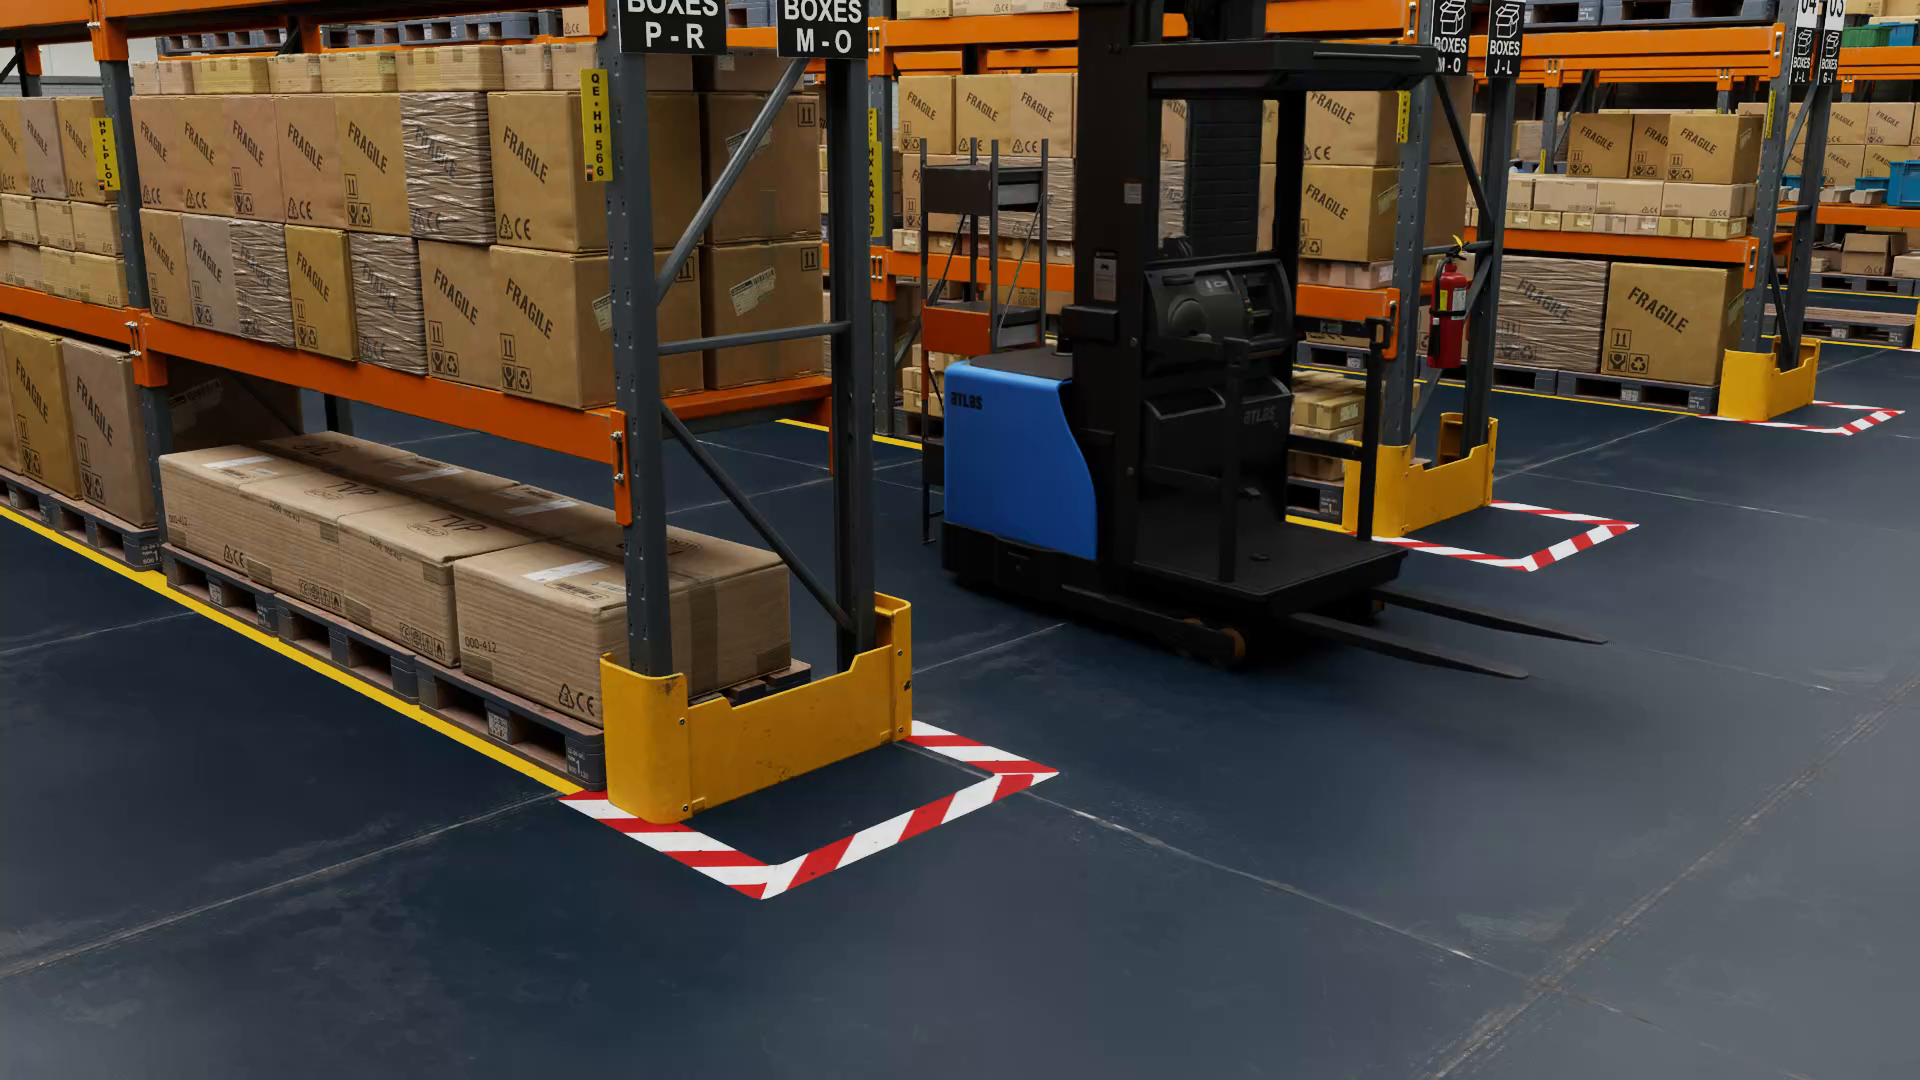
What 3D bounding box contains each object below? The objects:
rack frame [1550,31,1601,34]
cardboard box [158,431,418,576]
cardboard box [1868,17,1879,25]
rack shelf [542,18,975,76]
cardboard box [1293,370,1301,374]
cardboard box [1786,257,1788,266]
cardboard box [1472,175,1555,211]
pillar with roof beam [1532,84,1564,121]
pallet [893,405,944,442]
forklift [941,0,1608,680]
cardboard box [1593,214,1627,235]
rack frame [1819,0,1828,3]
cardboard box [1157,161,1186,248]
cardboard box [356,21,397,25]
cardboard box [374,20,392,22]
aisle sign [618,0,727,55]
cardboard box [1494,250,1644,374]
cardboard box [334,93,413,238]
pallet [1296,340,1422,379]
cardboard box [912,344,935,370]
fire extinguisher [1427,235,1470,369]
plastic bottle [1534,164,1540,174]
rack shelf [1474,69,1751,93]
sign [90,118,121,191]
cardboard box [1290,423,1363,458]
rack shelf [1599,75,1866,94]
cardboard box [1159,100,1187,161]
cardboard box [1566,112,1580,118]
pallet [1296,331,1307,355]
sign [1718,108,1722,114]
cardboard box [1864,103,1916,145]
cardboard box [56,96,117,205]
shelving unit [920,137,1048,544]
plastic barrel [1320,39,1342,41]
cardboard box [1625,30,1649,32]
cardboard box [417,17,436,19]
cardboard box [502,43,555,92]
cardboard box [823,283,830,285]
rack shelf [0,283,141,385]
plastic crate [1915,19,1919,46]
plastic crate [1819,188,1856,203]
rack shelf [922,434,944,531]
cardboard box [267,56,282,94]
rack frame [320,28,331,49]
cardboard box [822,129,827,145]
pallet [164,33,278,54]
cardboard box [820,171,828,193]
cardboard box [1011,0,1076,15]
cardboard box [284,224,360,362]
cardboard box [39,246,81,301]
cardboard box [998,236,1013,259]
[{"bbox_3d":[6.739,-6.962,17.806,0.127,3.000,1.000,14,20,42],"label":"rack frame"},{"bbox_3d":[-3.200,-0.196,7.983,0.875,0.438,0.875,13,20,41],"label":"cardboard box"},{"bbox_3d":[11.070,-6.272,20.410,0.500,0.250,0.500,14,20,42],"label":"cardboard box"},{"bbox_3d":[-1.655,-3.731,12.781,4.000,0.370,1.077,14,20,42],"label":"rack shelf"},{"bbox_3d":[1.913,-0.965,10.327,0.250,0.149,0.380,12,19,40],"label":"cardboard box"},{"bbox_3d":[11.098,-3.688,21.920,0.250,0.149,0.380,14,20,42],"label":"cardboard box"},{"bbox_3d":[4.538,-2.837,13.577,0.500,0.250,0.500,14,20,42],"label":"cardboard box"},{"bbox_3d":[7.412,-9.064,25.871,0.400,9.000,9.100,14,20,42],"label":"pillar with roof beam"},{"bbox_3d":[0.293,-0.817,11.650,1.213,0.211,1.003,14,20,42],"label":"pallet"},{"bbox_3d":[1.278,-1.032,7.079,1.130,2.935,3.031,-13,20,-41],"label":"forklift"},{"bbox_3d":[5.147,-2.475,12.979,0.250,0.149,0.380,14,20,43],"label":"cardboard box"},{"bbox_3d":[6.180,-5.363,11.669,0.127,3.000,1.000,14,20,42],"label":"rack frame"},{"bbox_3d":[1.424,-1.980,9.794,0.500,0.500,0.500,14,20,42],"label":"cardboard box"},{"bbox_3d":[-6.000,-5.385,17.168,0.250,0.149,0.380,13,20,41],"label":"cardboard box"},{"bbox_3d":[-5.712,-5.165,16.092,0.396,0.266,0.258,13,20,41],"label":"cardboard box"},{"bbox_3d":[-0.862,-1.851,4.930,0.004,0.787,0.394,14,20,42],"label":"aisle sign"},{"bbox_3d":[5.009,-1.892,13.626,0.875,0.875,0.875,14,20,42],"label":"cardboard box"},{"bbox_3d":[-1.961,-1.408,6.206,0.500,0.500,0.500,14,20,42],"label":"cardboard box"},{"bbox_3d":[3.794,-1.664,14.899,1.213,0.211,1.003,14,20,42],"label":"pallet"},{"bbox_3d":[-0.111,-1.291,11.581,0.380,0.149,0.250,-14,20,-42],"label":"cardboard box"},{"bbox_3d":[2.526,-1.232,8.604,0.183,0.674,0.296,14,20,42],"label":"fire extinguisher"},{"bbox_3d":[6.681,-4.163,19.058,0.185,0.351,0.144,14,20,42],"label":"plastic bottle"},{"bbox_3d":[8.740,-6.411,23.067,4.000,0.370,1.077,14,20,42],"label":"rack shelf"},{"bbox_3d":[-3.947,-1.783,7.688,0.005,0.325,0.100,14,20,42],"label":"sign"},{"bbox_3d":[2.087,-0.586,9.463,0.250,0.149,0.380,13,19,41],"label":"cardboard box"},{"bbox_3d":[12.175,-7.311,26.520,4.000,0.370,1.077,14,20,42],"label":"rack shelf"},{"bbox_3d":[1.417,-2.467,9.680,0.500,0.500,0.500,-13,20,-41],"label":"cardboard box"},{"bbox_3d":[10.466,-7.188,28.212,0.250,0.149,0.380,11,18,35],"label":"cardboard box"},{"bbox_3d":[2.693,-1.932,15.930,1.213,0.211,1.003,14,20,42],"label":"pallet"},{"bbox_3d":[9.797,-5.417,21.476,0.005,0.325,0.100,14,20,42],"label":"sign"},{"bbox_3d":[11.437,-5.086,20.321,0.500,0.500,0.500,-14,20,-42],"label":"cardboard box"},{"bbox_3d":[-4.074,-1.926,8.195,0.500,0.500,0.500,-14,20,-42],"label":"cardboard box"},{"bbox_3d":[0.119,-0.987,8.556,0.503,2.100,0.431,14,20,42],"label":"shelving unit"},{"bbox_3d":[4.462,-6.112,19.966,0.294,0.245,0.294,0,15,0],"label":"plastic barrel"},{"bbox_3d":[9.371,-6.924,22.377,0.600,0.600,0.600,13,20,42],"label":"cardboard box"},{"bbox_3d":[-5.145,-4.967,15.564,0.250,0.149,0.380,14,20,42],"label":"cardboard box"},{"bbox_3d":[-1.295,-1.574,5.557,0.380,0.149,0.250,-14,20,-43],"label":"cardboard box"},{"bbox_3d":[-1.287,-1.811,12.571,0.500,0.250,0.500,-13,20,-42],"label":"cardboard box"},{"bbox_3d":[-5.018,-1.364,9.643,4.000,0.370,1.077,14,20,42],"label":"rack shelf"},{"bbox_3d":[9.534,-4.866,15.967,0.590,0.269,0.497,14,20,42],"label":"plastic crate"},{"bbox_3d":[8.707,-3.424,16.528,0.243,0.136,0.396,14,20,42],"label":"plastic crate"},{"bbox_3d":[0.119,-0.297,8.736,0.480,0.518,0.431,14,20,42],"label":"rack shelf"},{"bbox_3d":[-2.576,-1.891,6.773,0.250,0.149,0.380,14,20,42],"label":"cardboard box"},{"bbox_3d":[-5.974,-3.678,17.098,0.127,3.000,1.000,14,20,42],"label":"rack frame"},{"bbox_3d":[-1.146,-4.527,19.320,0.797,0.503,0.637,-12,19,-39],"label":"cardboard box"},{"bbox_3d":[-8.312,-5.659,18.927,1.213,0.211,1.003,14,20,42],"label":"pallet"},{"bbox_3d":[-0.829,-2.583,11.972,0.250,0.149,0.380,14,20,43],"label":"cardboard box"},{"bbox_3d":[0.664,-3.347,10.177,0.500,0.250,0.500,-13,20,-42],"label":"cardboard box"},{"bbox_3d":[-2.338,-1.013,6.673,0.500,0.500,0.500,-14,20,-43],"label":"cardboard box"},{"bbox_3d":[-4.442,-1.411,8.696,0.500,0.250,0.500,13,20,41],"label":"cardboard box"},{"bbox_3d":[0.419,-1.930,10.888,0.250,0.149,0.380,13,19,40],"label":"cardboard box"}]
